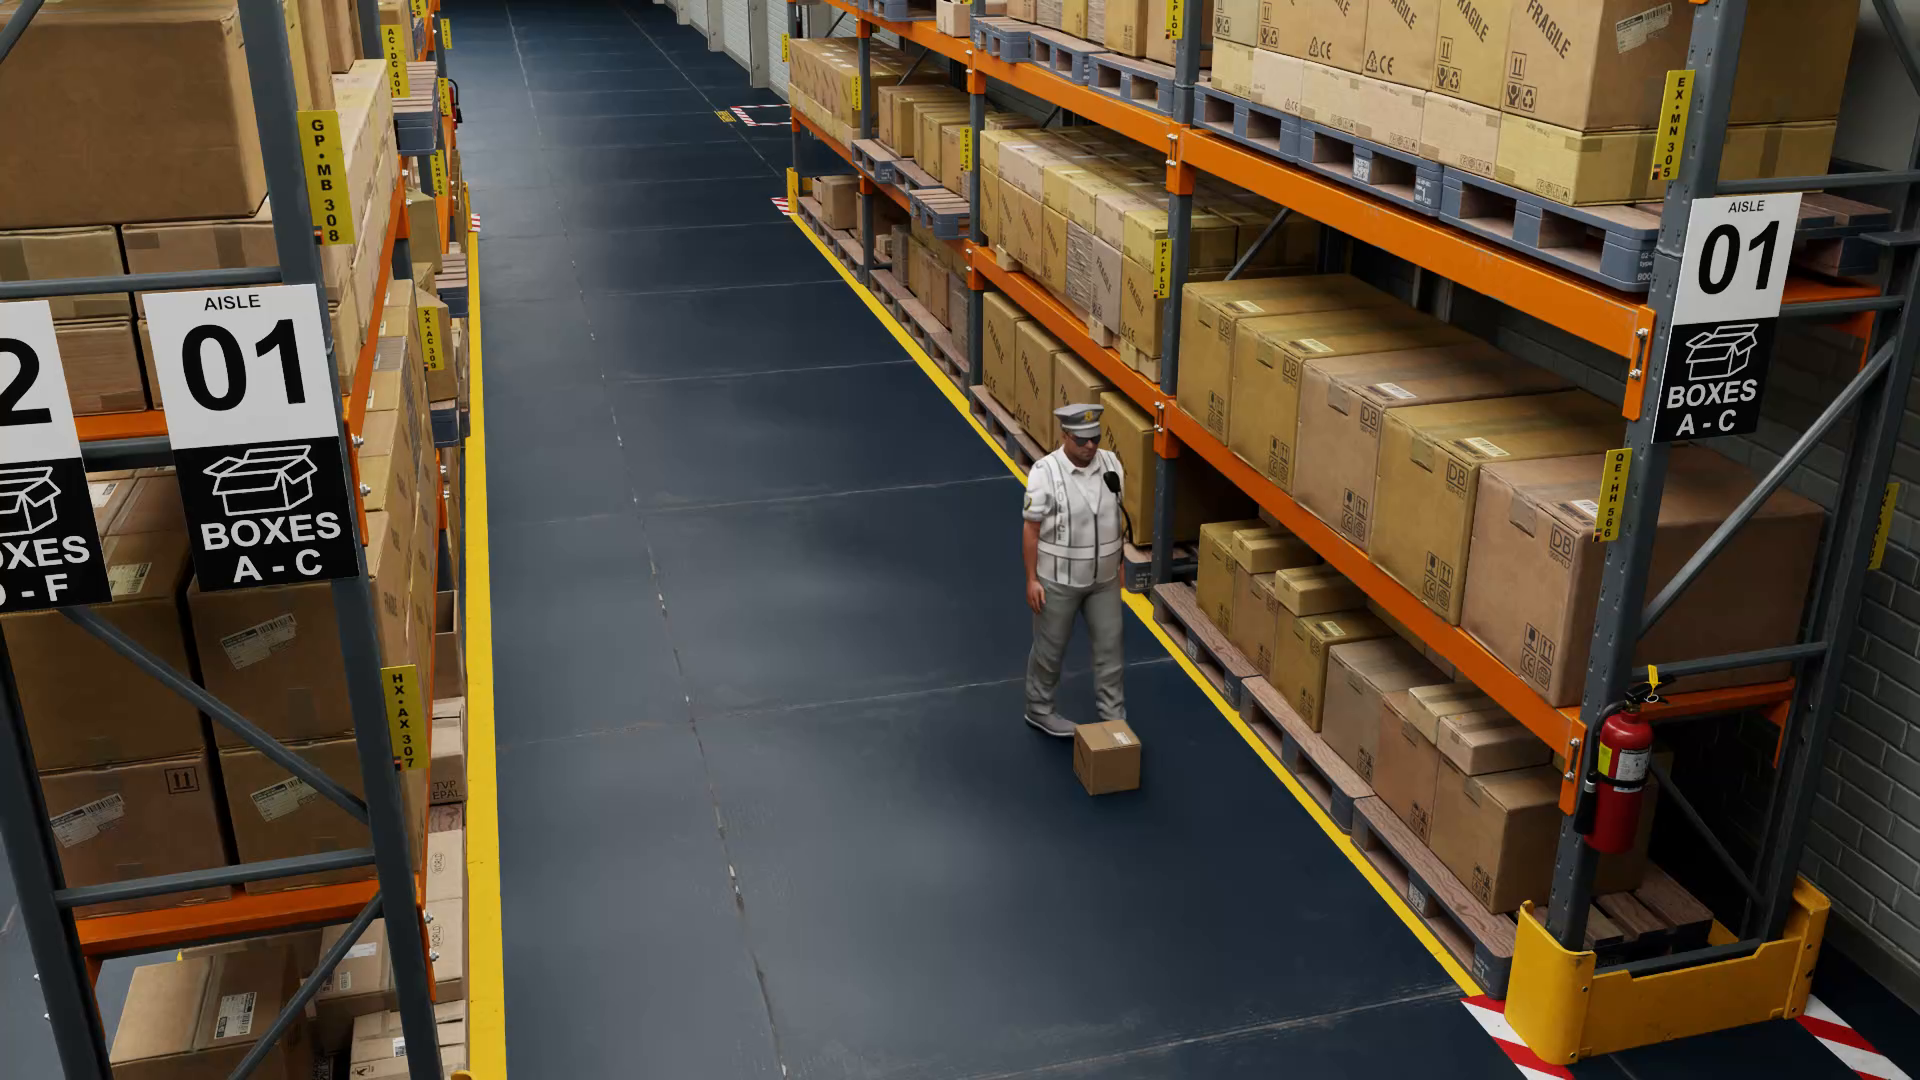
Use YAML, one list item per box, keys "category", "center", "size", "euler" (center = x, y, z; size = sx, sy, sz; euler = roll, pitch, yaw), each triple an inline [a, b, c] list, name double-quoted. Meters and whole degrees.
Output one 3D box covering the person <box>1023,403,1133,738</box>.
- category: "person"
  center: [0.623, 0.192, 8.108]
  size: [0.555, 1.754, 0.590]
  euler: [-10, 25, -22]
